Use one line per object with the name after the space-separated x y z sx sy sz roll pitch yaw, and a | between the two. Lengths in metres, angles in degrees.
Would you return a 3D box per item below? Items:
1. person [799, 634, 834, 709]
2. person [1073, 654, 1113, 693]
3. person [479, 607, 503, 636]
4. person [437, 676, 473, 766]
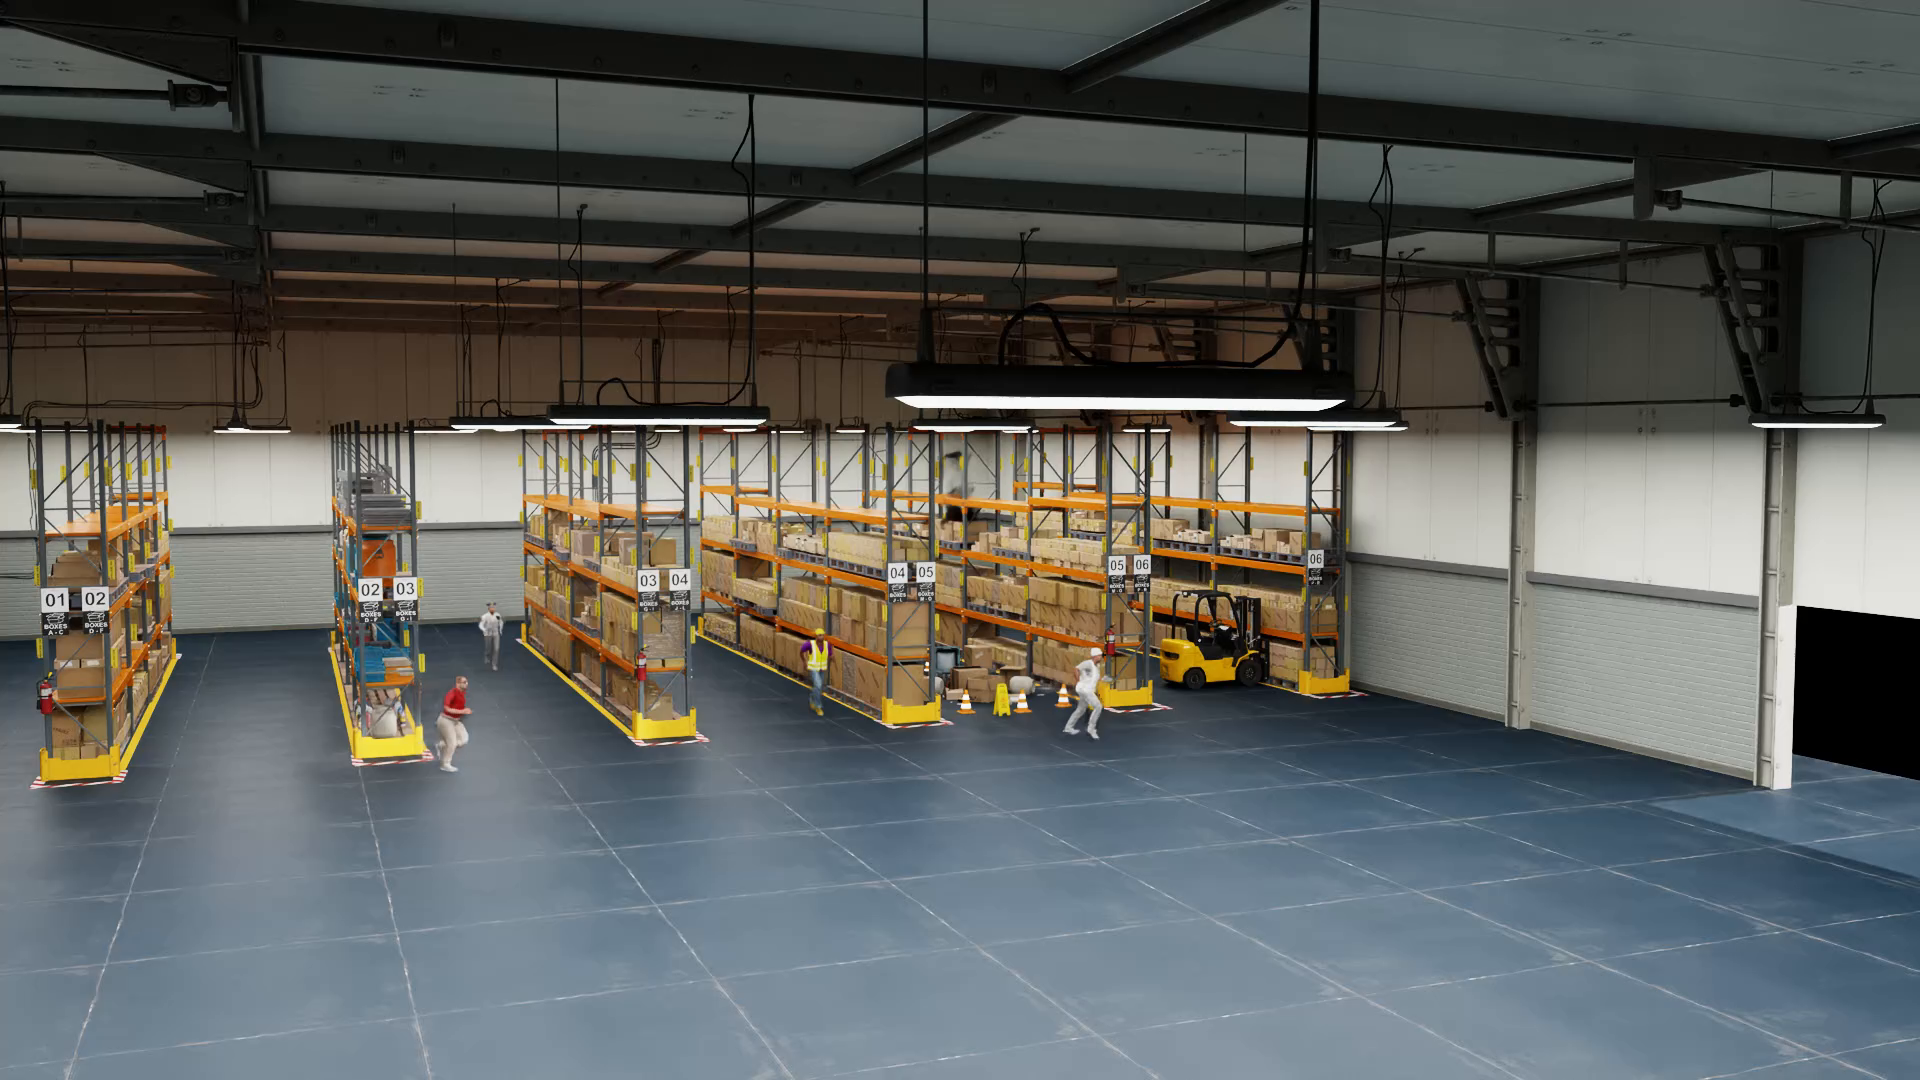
-2.935 2.652 34.361 0.622 1.615 0.875 -3 4 -36 | person
2.519 2.487 31.456 0.650 0.845 0.718 1 4 21 | person
-11.476 1.940 40.722 0.577 0.780 0.350 -2 4 -27 | person
-11.796 2.255 28.278 6.863 3.244 2.208 1 4 13 | person
